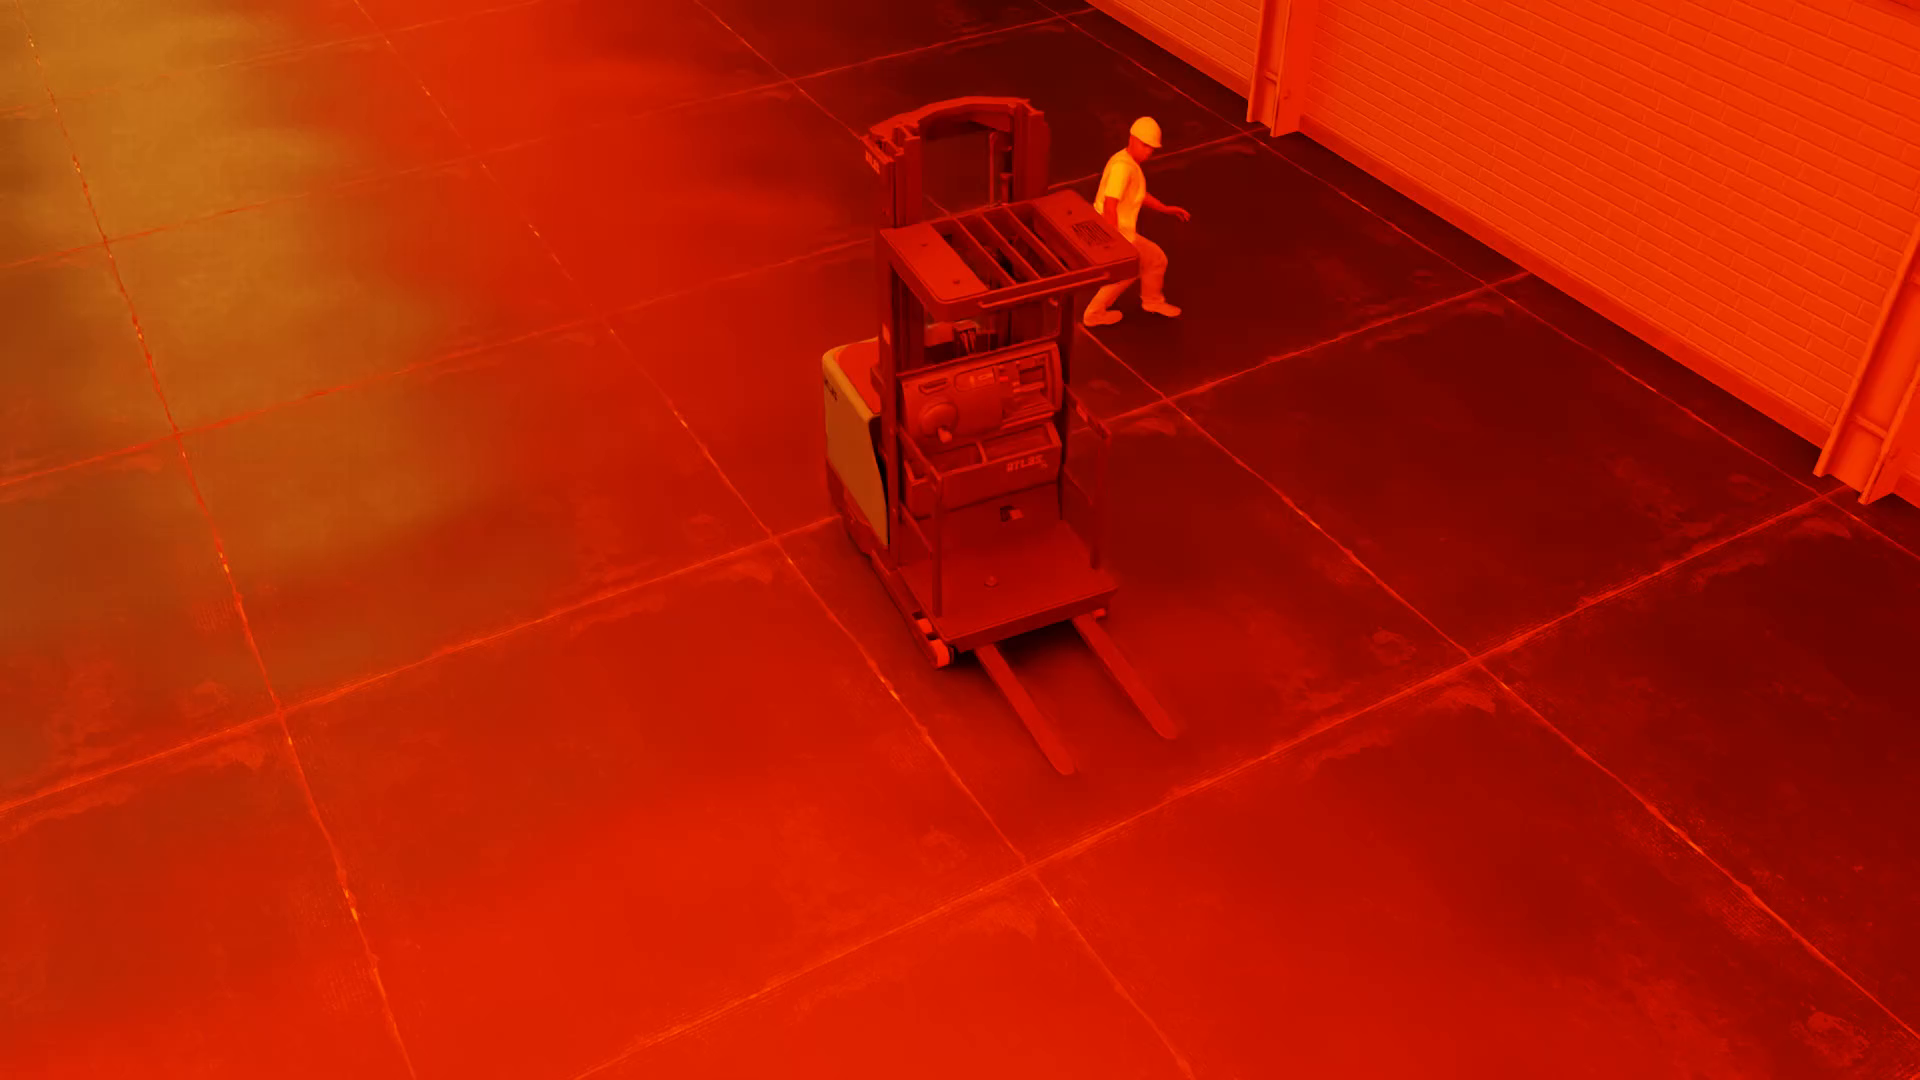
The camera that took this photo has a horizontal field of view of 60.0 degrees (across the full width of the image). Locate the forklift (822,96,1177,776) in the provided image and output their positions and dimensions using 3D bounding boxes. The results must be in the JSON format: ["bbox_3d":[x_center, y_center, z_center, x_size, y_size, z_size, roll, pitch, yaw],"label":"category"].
[{"bbox_3d":[0.216,-0.718,8.901,1.130,2.935,3.031,-16,42,-18],"label":"forklift"}]

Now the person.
[{"bbox_3d":[1.277,-2.164,11.717,0.822,1.583,0.806,-8,40,-10],"label":"person"}]
